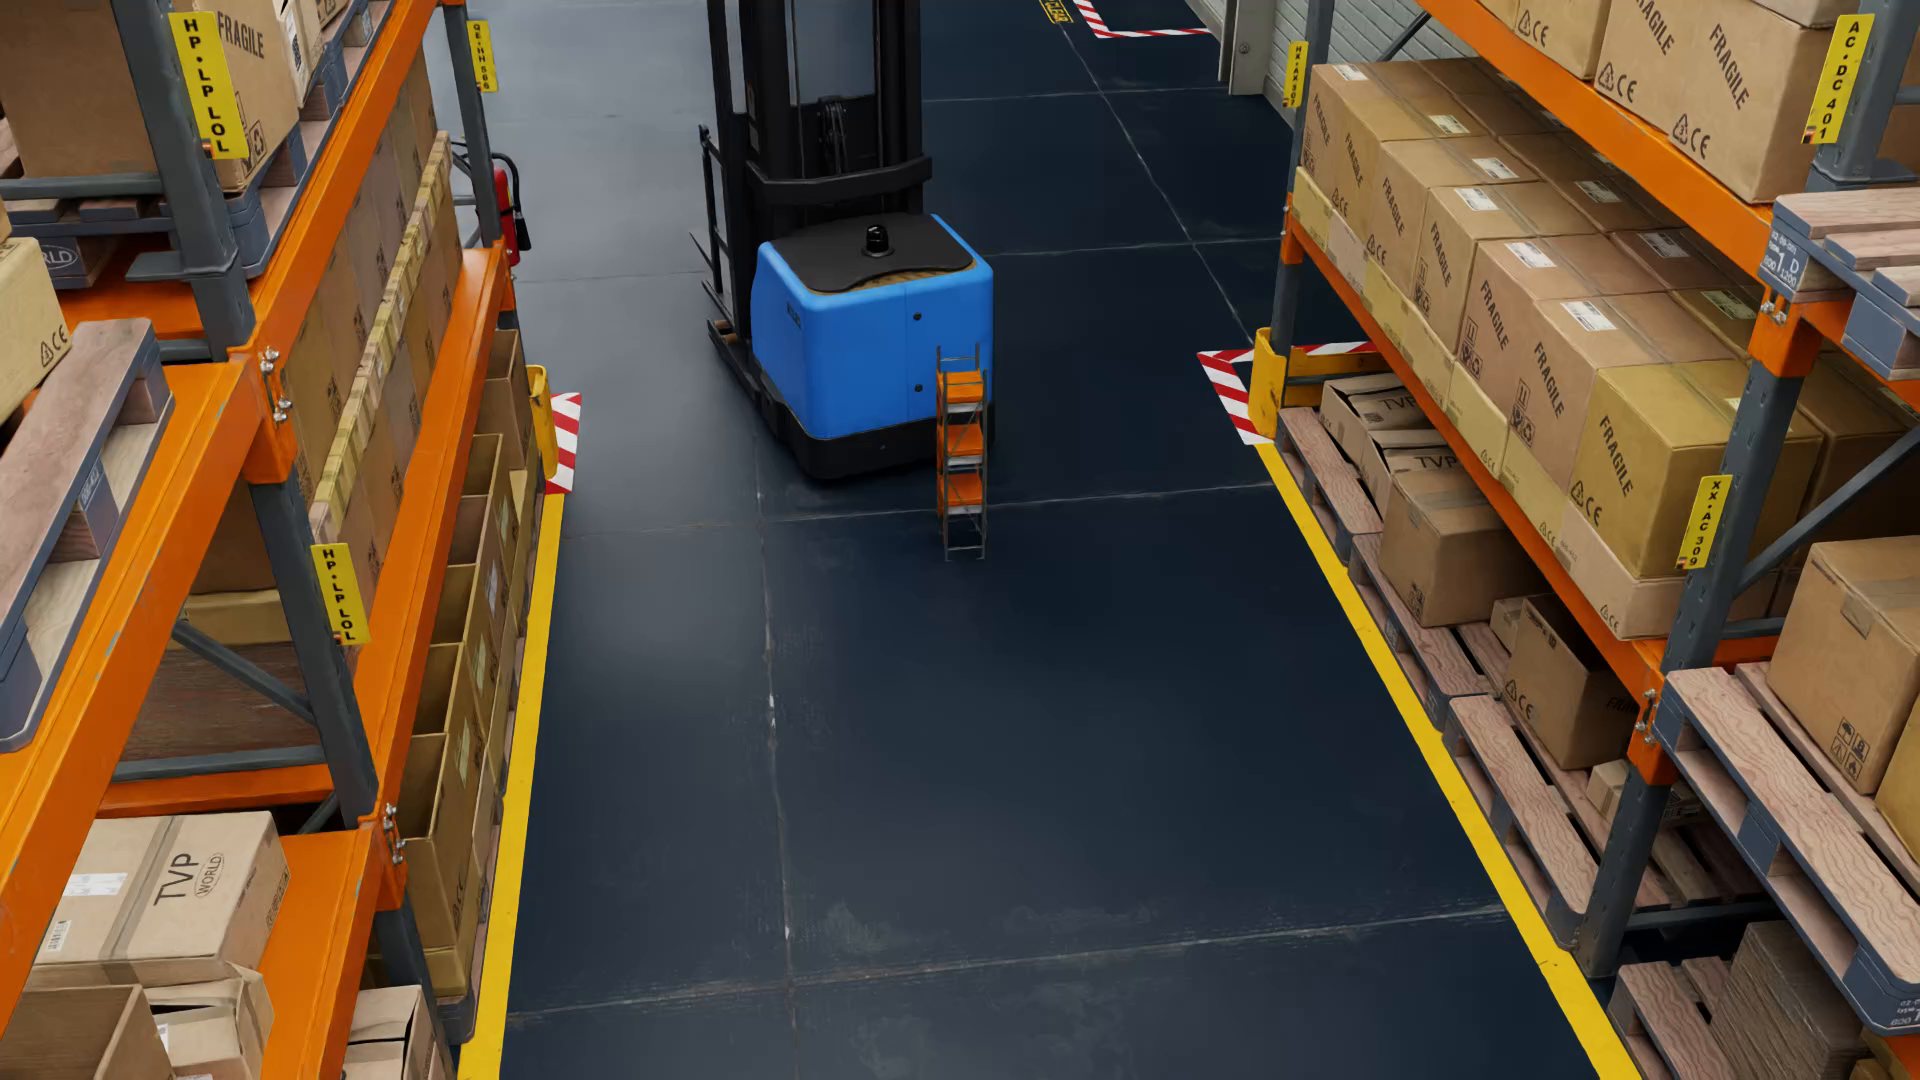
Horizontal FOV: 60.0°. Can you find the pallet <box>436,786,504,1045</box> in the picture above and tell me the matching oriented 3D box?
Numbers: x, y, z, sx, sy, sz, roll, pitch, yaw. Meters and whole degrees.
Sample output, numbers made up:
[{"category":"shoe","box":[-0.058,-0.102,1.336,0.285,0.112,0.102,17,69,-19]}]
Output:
[{"category":"pallet","box":[-2.246,1.344,6.090,1.003,0.211,1.213,-4,35,-6]}]

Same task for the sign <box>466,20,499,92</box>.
[{"category":"sign","box":[-2.179,-2.203,7.580,0.100,0.325,0.005,-4,35,-6]}]

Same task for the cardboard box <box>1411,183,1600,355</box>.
[{"category":"cardboard box","box":[2.157,-1.085,6.628,0.500,0.500,0.500,-3,34,-5]}]

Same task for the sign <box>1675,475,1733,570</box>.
[{"category":"sign","box":[2.191,-0.050,4.892,0.100,0.325,0.005,-4,35,-6]}]

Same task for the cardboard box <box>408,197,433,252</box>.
[{"category":"cardboard box","box":[-2.376,-1.274,6.792,0.380,0.149,0.250,-4,34,-6]}]

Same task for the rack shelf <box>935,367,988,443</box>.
[{"category":"rack shelf","box":[0.007,-0.630,7.757,0.215,0.259,0.240,-4,35,-6]}]

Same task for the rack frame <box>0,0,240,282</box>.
[{"category":"rack frame","box":[-2.181,-1.840,2.959,1.000,3.000,0.127,-4,35,-6]}]

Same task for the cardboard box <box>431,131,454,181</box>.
[{"category":"cardboard box","box":[-2.479,-1.704,7.421,0.380,0.149,0.250,-5,35,-7]}]

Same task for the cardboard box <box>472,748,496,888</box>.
[{"category":"cardboard box","box":[-2.005,1.041,6.128,0.500,0.250,0.500,-4,35,-6]}]

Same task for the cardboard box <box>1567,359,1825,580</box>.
[{"category":"cardboard box","box":[2.357,-0.235,5.380,0.500,0.500,0.500,-4,35,-6]}]

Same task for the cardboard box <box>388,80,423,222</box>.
[{"category":"cardboard box","box":[-2.586,-1.586,6.673,0.700,0.500,0.500,-5,35,-8]}]

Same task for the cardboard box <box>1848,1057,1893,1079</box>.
[{"category":"cardboard box","box":[2.962,1.807,4.764,0.700,0.500,0.500,-5,35,-7]}]

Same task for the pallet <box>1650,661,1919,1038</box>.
[{"category":"pallet","box":[2.686,0.779,4.614,1.003,0.211,1.213,-4,35,-6]}]

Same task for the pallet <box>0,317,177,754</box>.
[{"category":"pallet","box":[-2.050,-0.030,3.137,0.805,0.209,1.217,-6,35,-8]}]

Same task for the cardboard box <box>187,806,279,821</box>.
[{"category":"cardboard box","box":[-2.516,0.770,5.860,0.500,0.500,0.500,-4,35,-6]}]

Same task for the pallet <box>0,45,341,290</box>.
[{"category":"pallet","box":[-2.321,-1.038,4.524,1.003,0.211,1.213,-4,35,-6]}]

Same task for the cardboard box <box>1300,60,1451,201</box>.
[{"category":"cardboard box","box":[1.956,-1.937,7.879,0.500,0.500,0.500,-4,35,-6]}]

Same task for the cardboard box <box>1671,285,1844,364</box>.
[{"category":"cardboard box","box":[2.805,-0.561,5.860,0.500,0.500,0.500,-5,35,-7]}]

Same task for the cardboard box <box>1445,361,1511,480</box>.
[{"category":"cardboard box","box":[2.221,-0.484,6.412,0.500,0.250,0.500,-5,35,-7]}]

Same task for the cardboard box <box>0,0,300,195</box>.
[{"category":"cardboard box","box":[-1.987,-1.174,4.060,0.500,0.500,0.500,-2,34,-2]}]

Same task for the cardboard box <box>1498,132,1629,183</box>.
[{"category":"cardboard box","box":[2.595,-1.410,7.104,0.500,0.500,0.500,-5,35,-8]}]

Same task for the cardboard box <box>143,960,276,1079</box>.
[{"category":"cardboard box","box":[-1.881,1.171,3.987,0.396,0.266,0.258,-5,35,-8]}]

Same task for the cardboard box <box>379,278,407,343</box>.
[{"category":"cardboard box","box":[-2.268,-0.838,6.152,0.380,0.149,0.250,-5,35,-7]}]

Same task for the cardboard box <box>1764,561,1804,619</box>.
[{"category":"cardboard box","box":[2.876,0.037,5.647,0.500,0.250,0.500,-4,34,-6]}]

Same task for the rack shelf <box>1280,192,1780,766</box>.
[{"category":"rack shelf","box":[2.458,-0.557,7.042,1.077,0.370,4.000,-4,35,-6]}]

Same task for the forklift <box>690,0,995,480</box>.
[{"category":"forklift","box":[-0.855,-2.344,9.086,1.130,2.935,3.031,-13,37,-19]}]

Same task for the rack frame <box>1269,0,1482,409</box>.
[{"category":"rack frame","box":[2.189,-1.970,8.478,1.000,3.000,0.127,-4,35,-6]}]

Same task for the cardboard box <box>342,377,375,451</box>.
[{"category":"cardboard box","box":[-2.164,-0.405,5.516,0.380,0.149,0.250,-5,35,-8]}]

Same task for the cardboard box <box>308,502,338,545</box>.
[{"category":"cardboard box","box":[-2.059,0.025,4.885,0.380,0.149,0.250,-4,34,-6]}]

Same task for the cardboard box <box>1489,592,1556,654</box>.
[{"category":"cardboard box","box":[2.532,0.364,7.193,0.380,0.149,0.250,-7,35,-10]}]

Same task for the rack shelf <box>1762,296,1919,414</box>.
[{"category":"rack shelf","box":[2.996,0.436,2.922,1.077,0.370,4.000,-4,35,-6]}]

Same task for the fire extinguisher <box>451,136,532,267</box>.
[{"category":"fire extinguisher","box":[-2.275,-1.662,8.094,0.296,0.674,0.183,-4,35,-6]}]

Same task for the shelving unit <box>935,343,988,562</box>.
[{"category":"shelving unit","box":[0.007,-0.404,7.911,0.215,1.050,0.252,-4,35,-6]}]

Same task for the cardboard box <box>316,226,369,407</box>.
[{"category":"cardboard box","box":[-2.383,-0.747,5.441,0.700,0.500,0.500,-4,35,-6]}]

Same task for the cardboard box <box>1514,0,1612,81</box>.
[{"category":"cardboard box","box":[2.247,-1.880,5.575,0.500,0.500,0.500,-6,35,-8]}]

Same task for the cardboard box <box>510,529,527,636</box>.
[{"category":"cardboard box","box":[-2.206,0.204,7.356,0.500,0.250,0.500,-4,35,-6]}]

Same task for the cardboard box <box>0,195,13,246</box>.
[{"category":"cardboard box","box":[-2.137,-0.675,3.007,0.500,0.500,0.500,-4,34,-6]}]

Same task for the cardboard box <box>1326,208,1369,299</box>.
[{"category":"cardboard box","box":[2.024,-1.331,7.656,0.500,0.250,0.500,-5,35,-8]}]

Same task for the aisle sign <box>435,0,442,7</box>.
[{"category":"aisle sign","box":[-2.437,-2.726,7.278,0.394,0.787,0.004,-4,35,-6]}]

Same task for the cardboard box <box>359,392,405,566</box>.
[{"category":"cardboard box","box":[-2.388,-0.223,5.825,0.700,0.500,0.500,-4,34,-6]}]

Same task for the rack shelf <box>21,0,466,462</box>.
[{"category":"rack shelf","box":[-2.450,-1.419,5.644,1.077,0.370,4.000,-4,35,-6]}]

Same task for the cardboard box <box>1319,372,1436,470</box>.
[{"category":"cardboard box","box":[2.193,-0.648,8.534,0.500,0.311,0.500,-8,35,-12]}]

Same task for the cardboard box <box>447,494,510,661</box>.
[{"category":"cardboard box","box":[-2.137,0.173,6.736,0.500,0.500,0.500,-4,35,-6]}]

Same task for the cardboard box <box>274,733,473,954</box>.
[{"category":"cardboard box","box":[-1.933,1.009,5.508,0.500,0.500,0.500,-4,35,-6]}]

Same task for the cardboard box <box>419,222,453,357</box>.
[{"category":"cardboard box","box":[-2.593,-1.080,7.083,0.700,0.500,0.500,-4,34,-5]}]

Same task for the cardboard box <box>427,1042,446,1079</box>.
[{"category":"cardboard box","box":[-1.838,1.811,4.997,0.500,0.250,0.500,-5,35,-7]}]
